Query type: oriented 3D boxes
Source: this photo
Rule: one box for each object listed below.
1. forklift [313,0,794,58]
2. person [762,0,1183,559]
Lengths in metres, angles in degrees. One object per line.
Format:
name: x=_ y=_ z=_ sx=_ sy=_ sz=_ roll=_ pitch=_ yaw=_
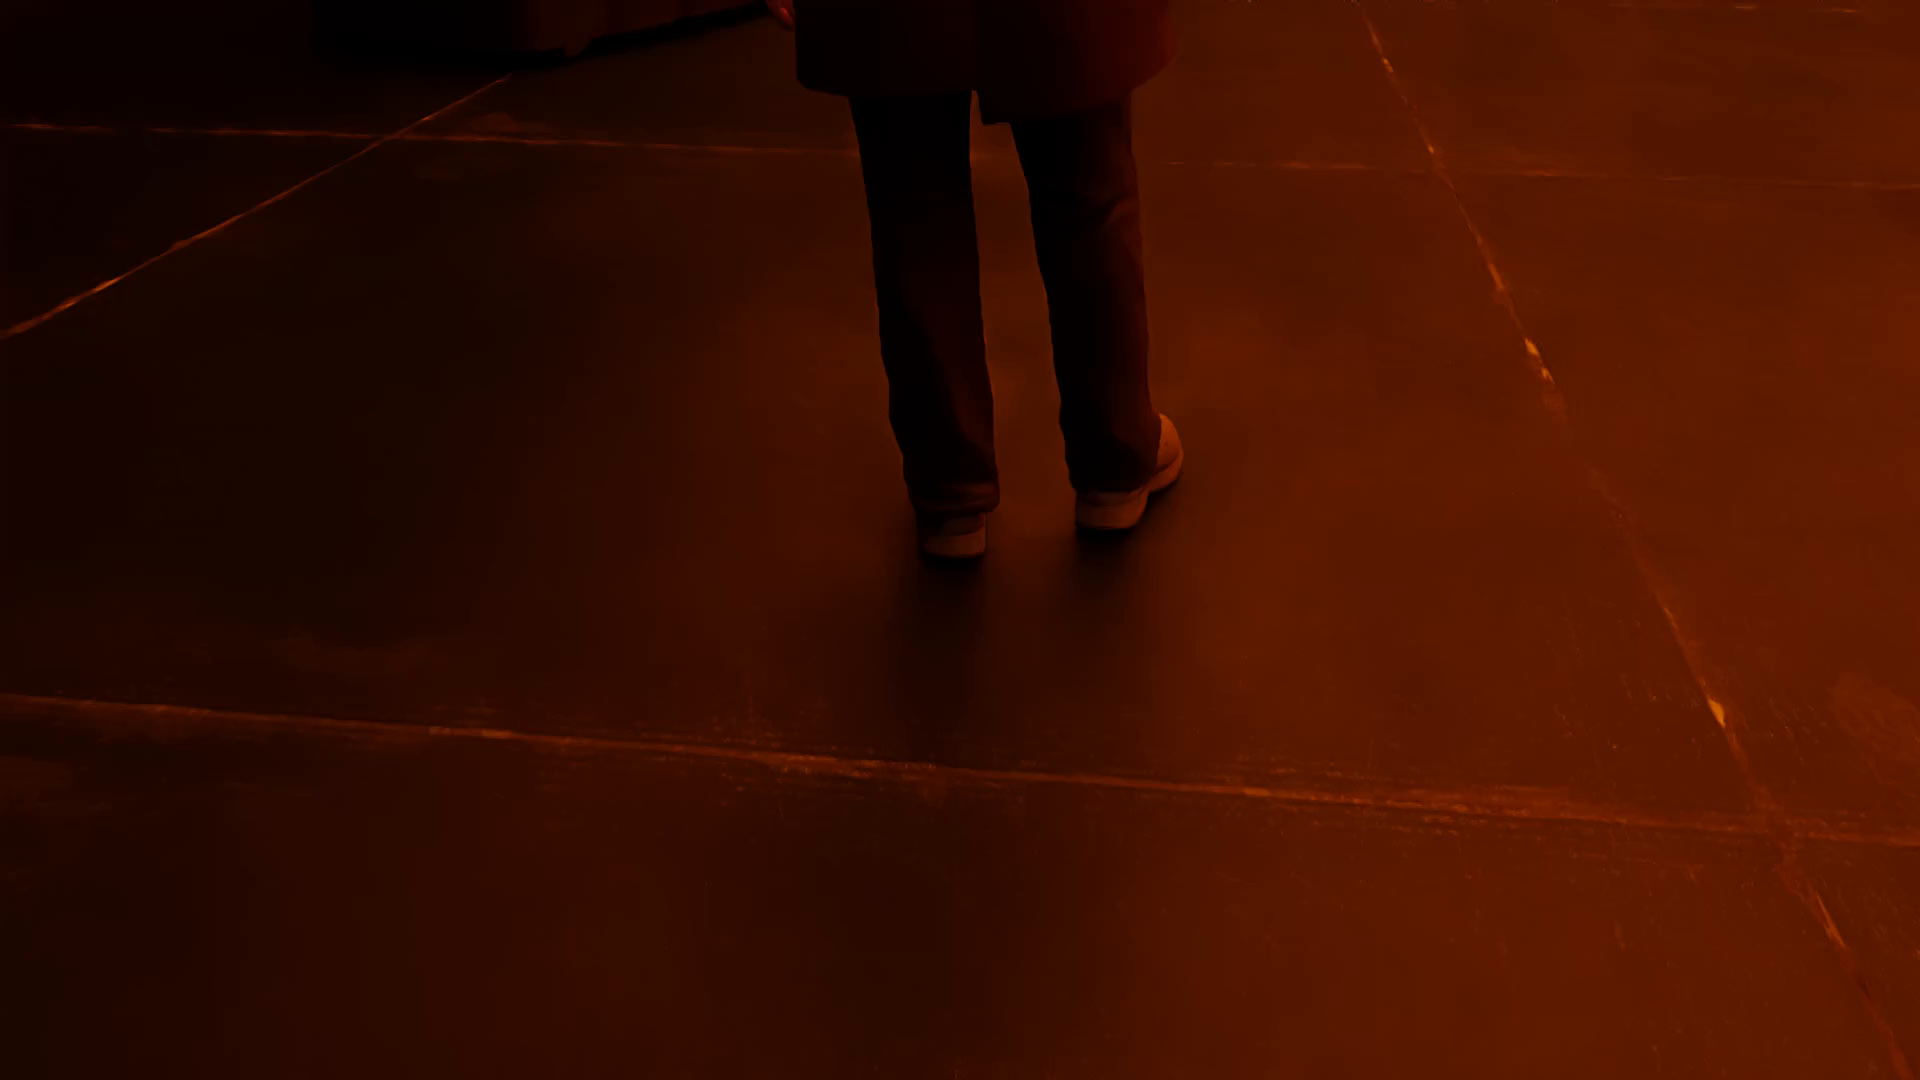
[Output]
forklift: x=-1.225 y=-3.597 z=6.428 sx=1.130 sy=2.935 sz=3.031 roll=13 pitch=29 yaw=24
person: x=0.017 y=-0.842 z=2.180 sx=0.694 sy=1.776 sz=0.580 roll=3 pitch=27 yaw=7
